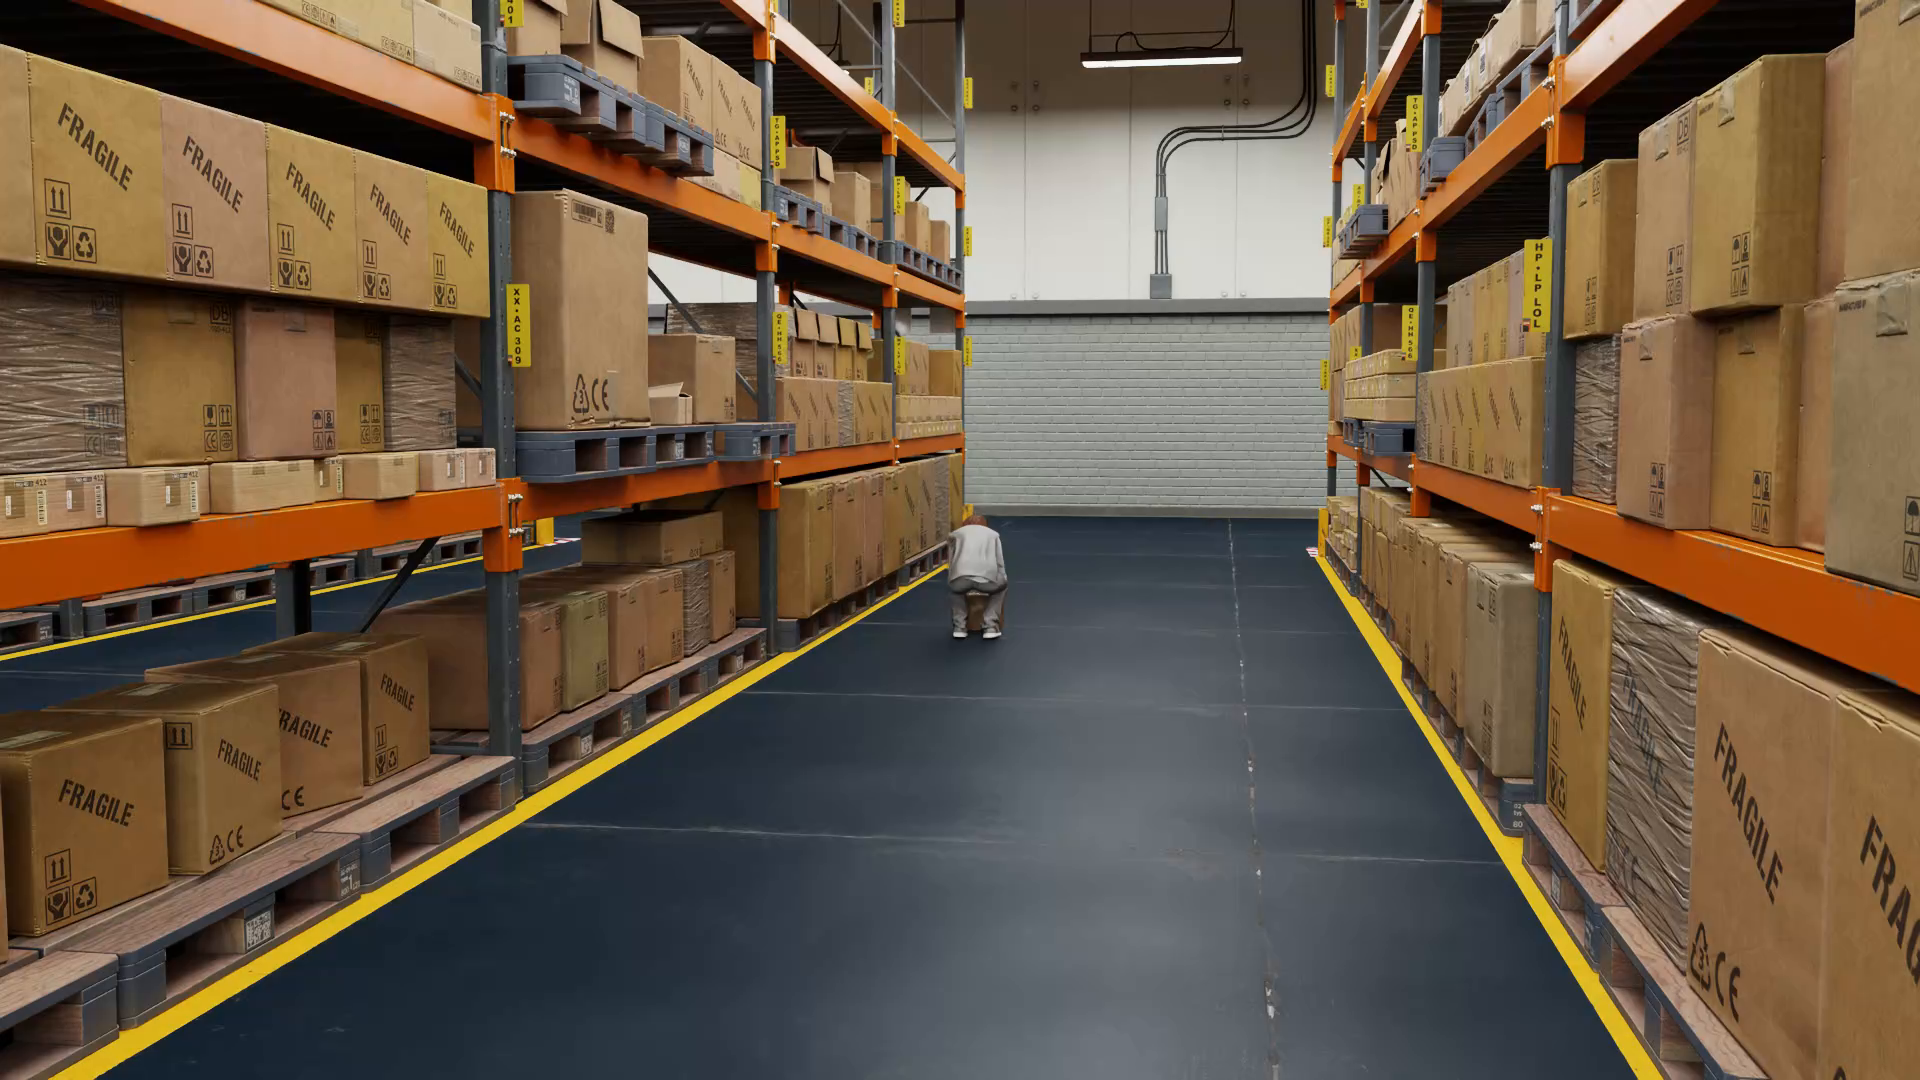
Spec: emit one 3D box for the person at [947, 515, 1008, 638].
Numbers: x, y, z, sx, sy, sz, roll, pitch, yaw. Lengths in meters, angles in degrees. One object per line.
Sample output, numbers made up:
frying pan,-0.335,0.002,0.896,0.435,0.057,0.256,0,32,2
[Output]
person,0.110,0.260,11.678,0.442,0.829,0.804,1,5,9
